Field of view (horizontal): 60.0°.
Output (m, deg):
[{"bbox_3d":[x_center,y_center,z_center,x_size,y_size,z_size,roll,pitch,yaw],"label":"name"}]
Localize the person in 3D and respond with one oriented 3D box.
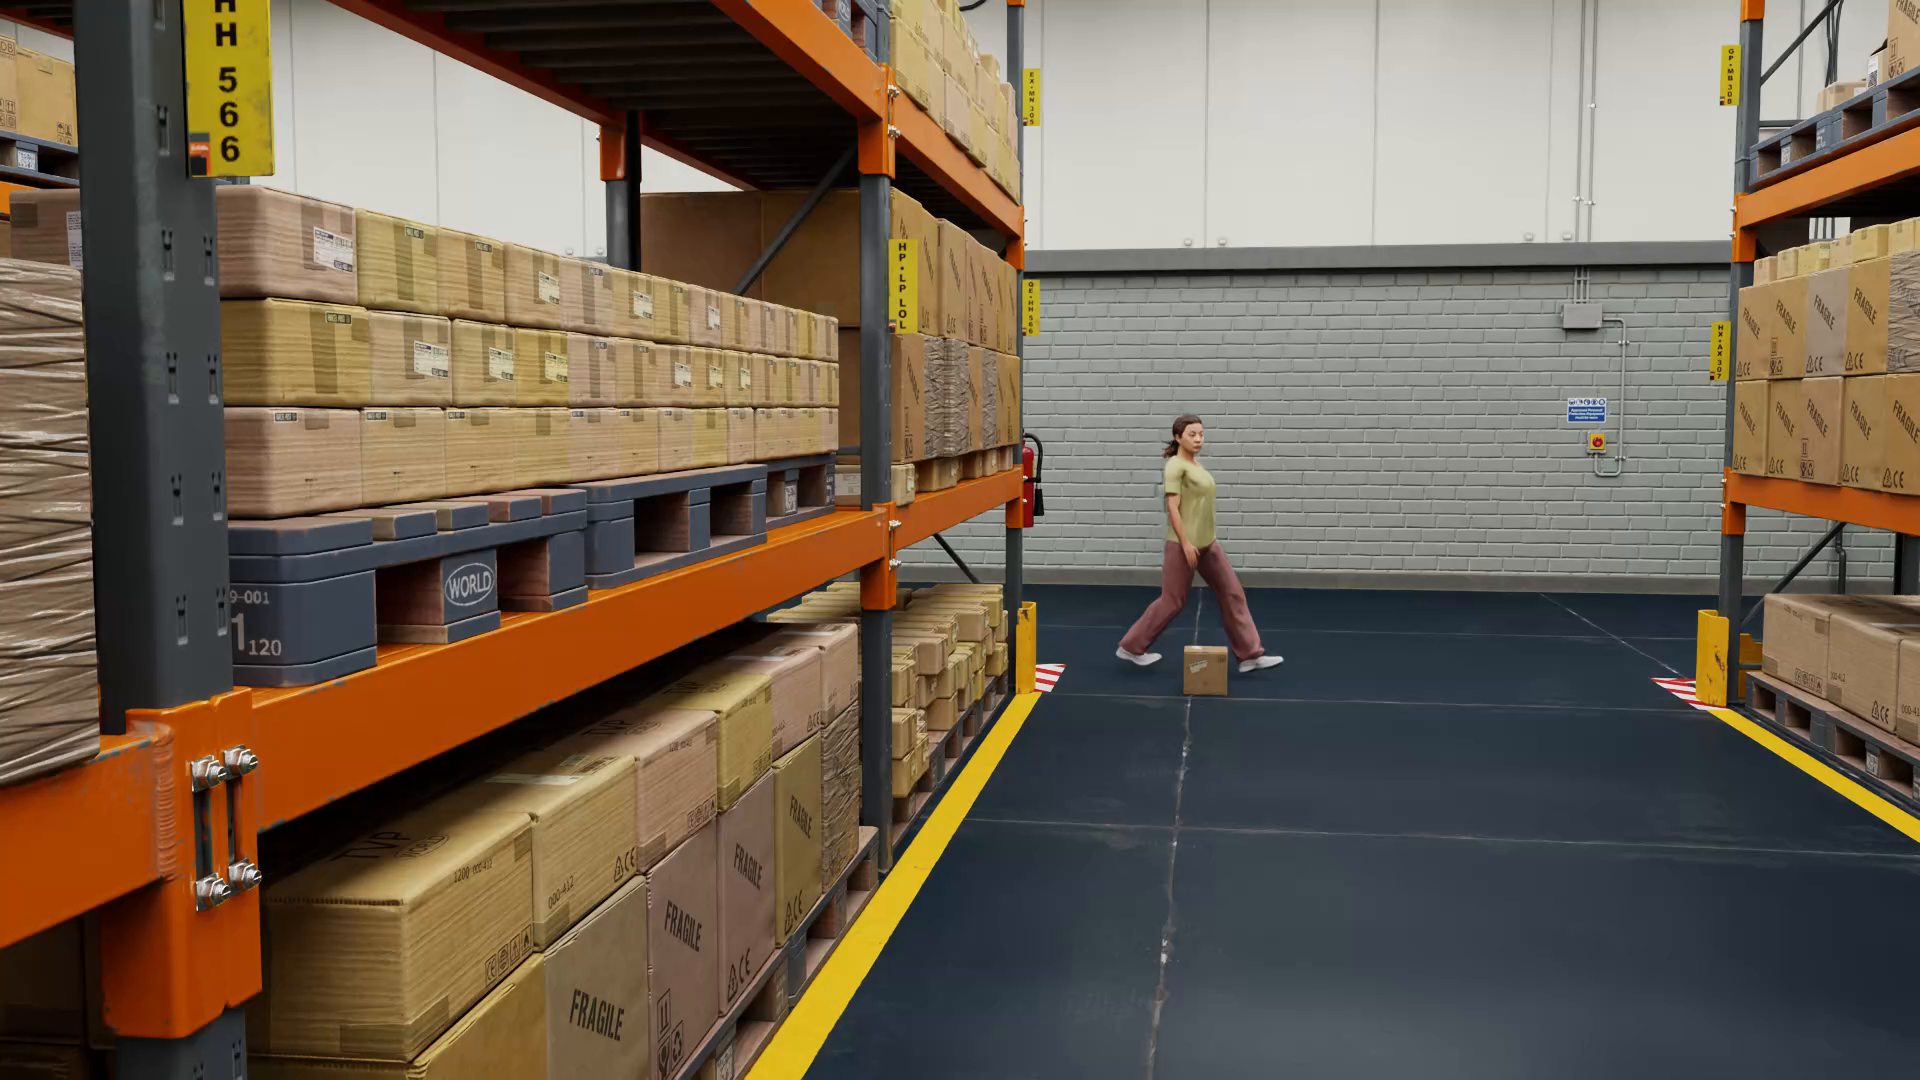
[{"bbox_3d":[1.492,0.021,10.320,1.038,1.607,0.464,3,6,34],"label":"person"}]
